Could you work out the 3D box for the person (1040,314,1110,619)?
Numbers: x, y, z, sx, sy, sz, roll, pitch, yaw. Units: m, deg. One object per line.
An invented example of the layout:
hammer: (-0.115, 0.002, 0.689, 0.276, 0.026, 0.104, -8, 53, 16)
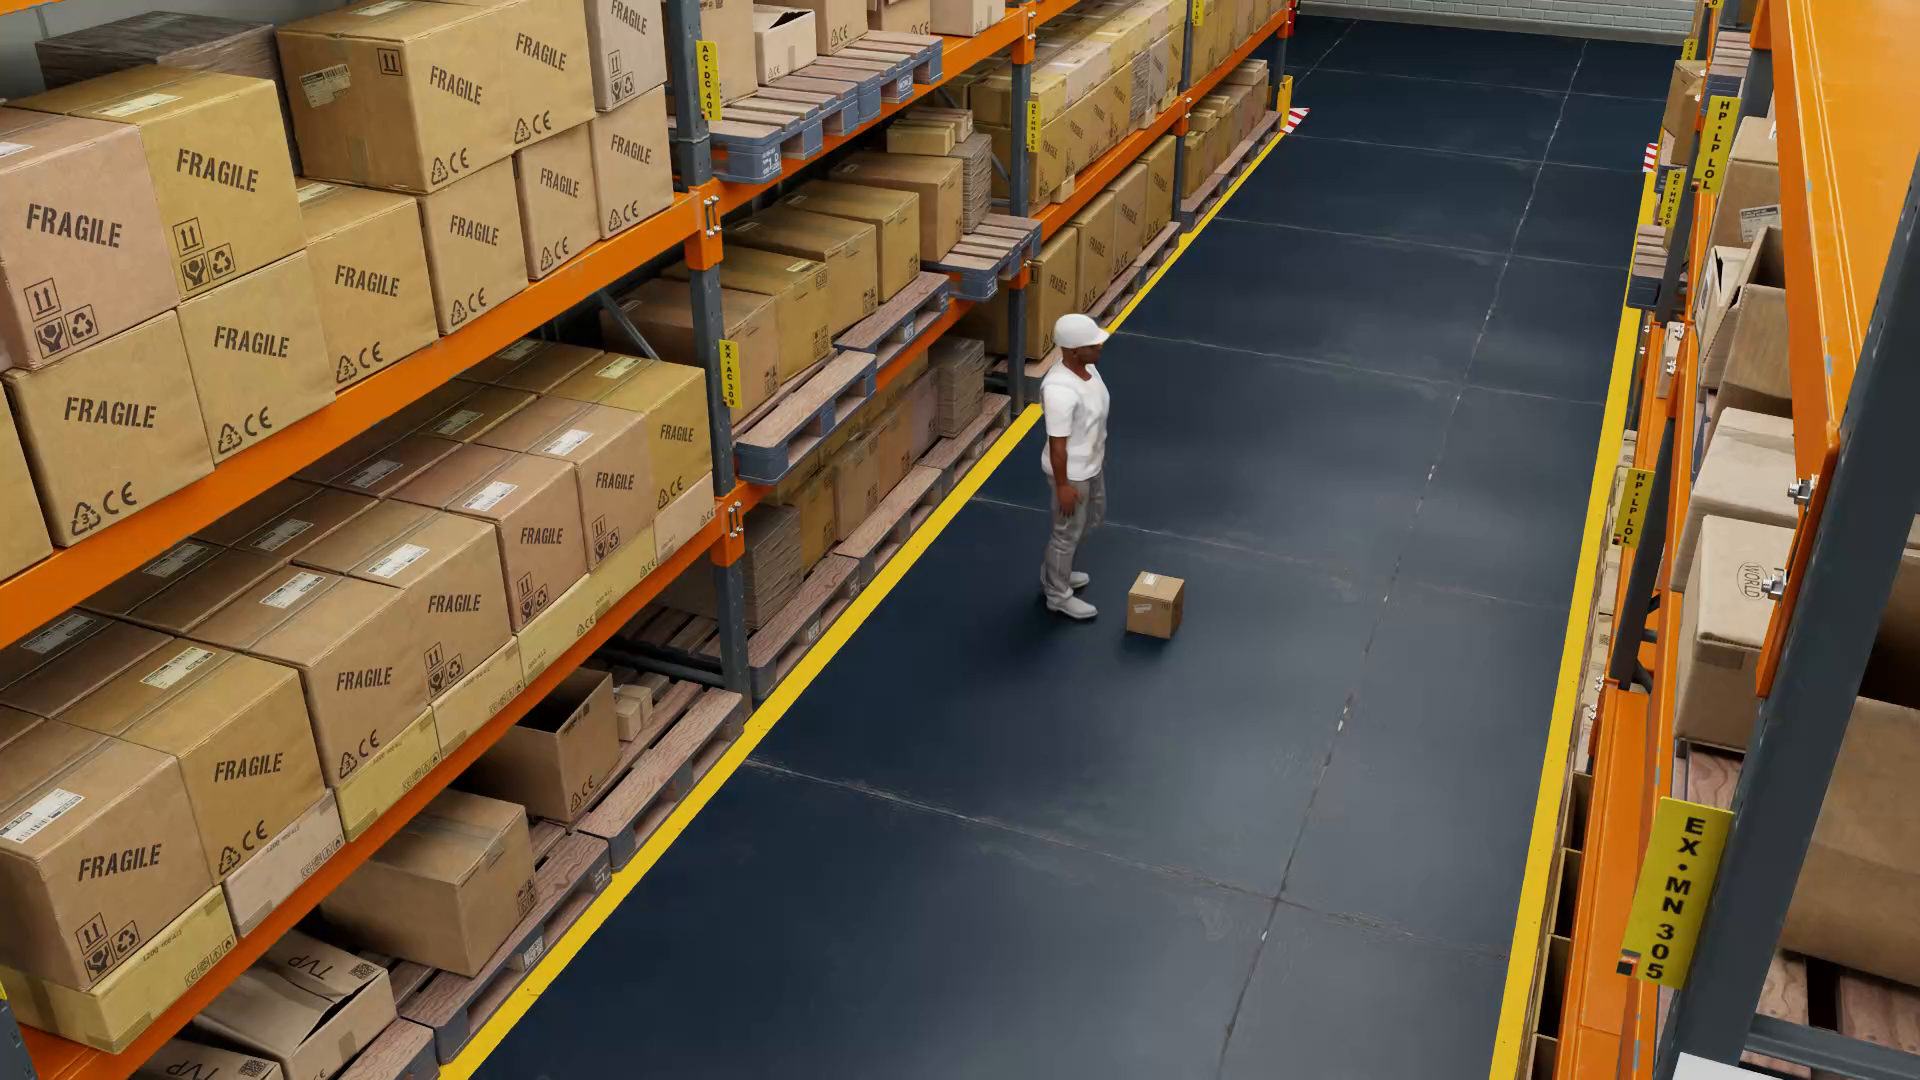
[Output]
person: (0.617, -0.410, 9.068, 0.393, 1.766, 0.583, 9, 31, 15)
